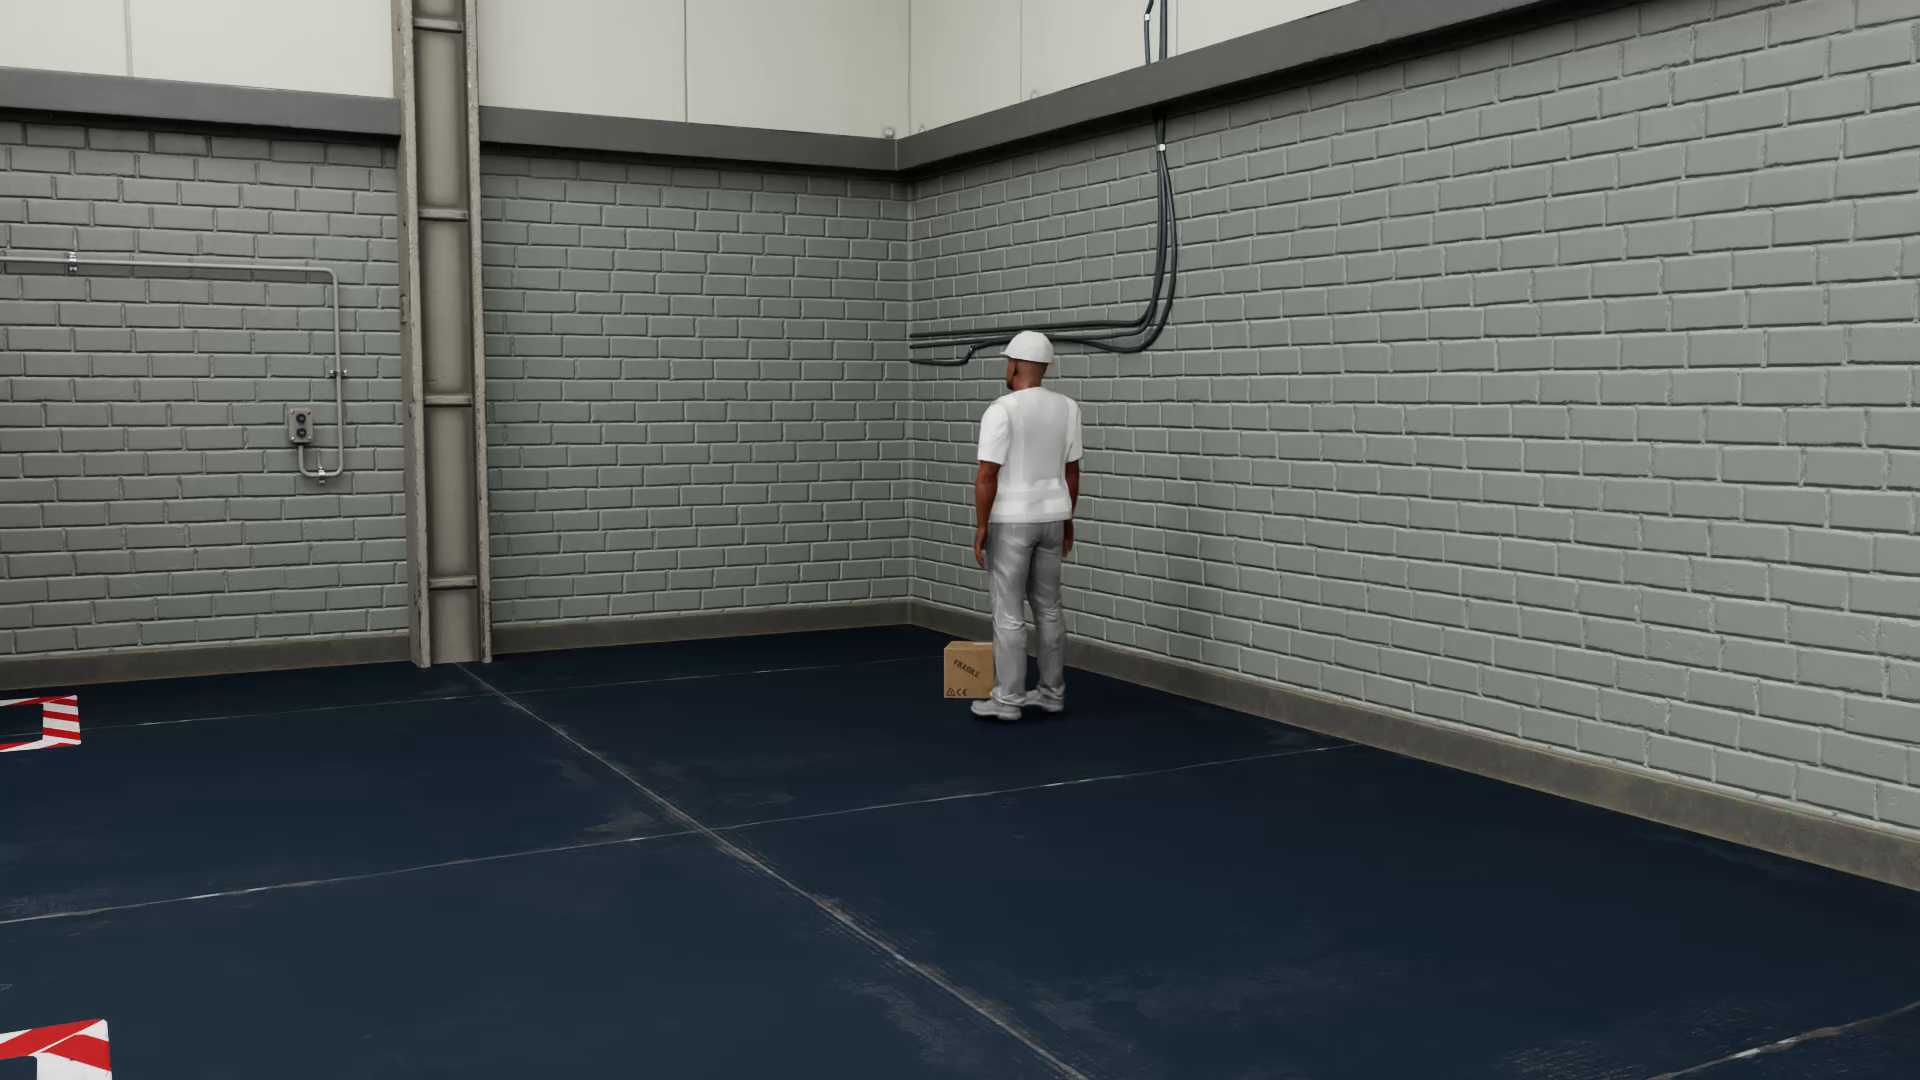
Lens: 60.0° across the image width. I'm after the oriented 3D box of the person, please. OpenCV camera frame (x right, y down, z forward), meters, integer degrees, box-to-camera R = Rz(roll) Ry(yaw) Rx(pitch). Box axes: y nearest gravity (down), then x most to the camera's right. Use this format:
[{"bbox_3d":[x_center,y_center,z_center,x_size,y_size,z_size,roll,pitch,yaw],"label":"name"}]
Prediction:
[{"bbox_3d":[0.294,-0.075,7.691,0.597,1.771,0.388,-3,6,-34],"label":"person"}]
